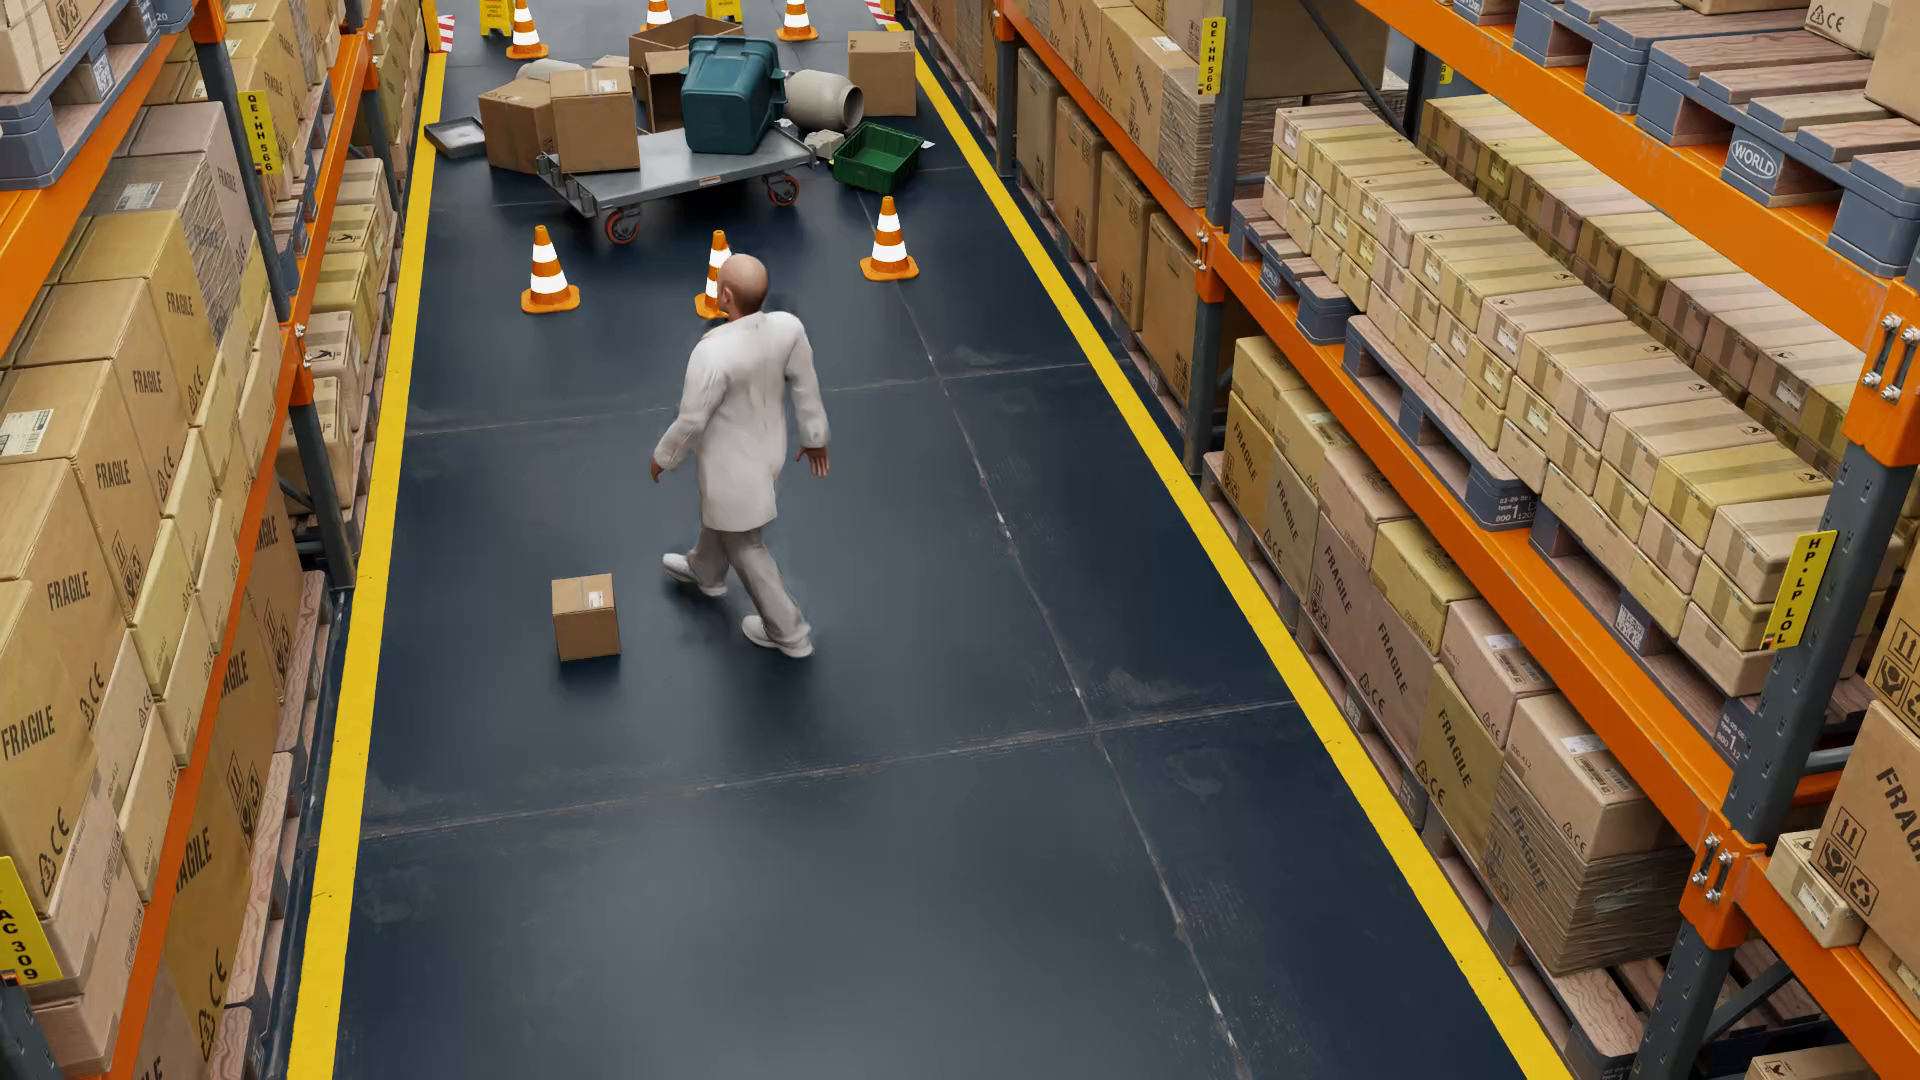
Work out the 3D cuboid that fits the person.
[{"bbox_3d":[-0.995,-0.382,6.710,0.946,1.739,0.654,20,39,27],"label":"person"}]
